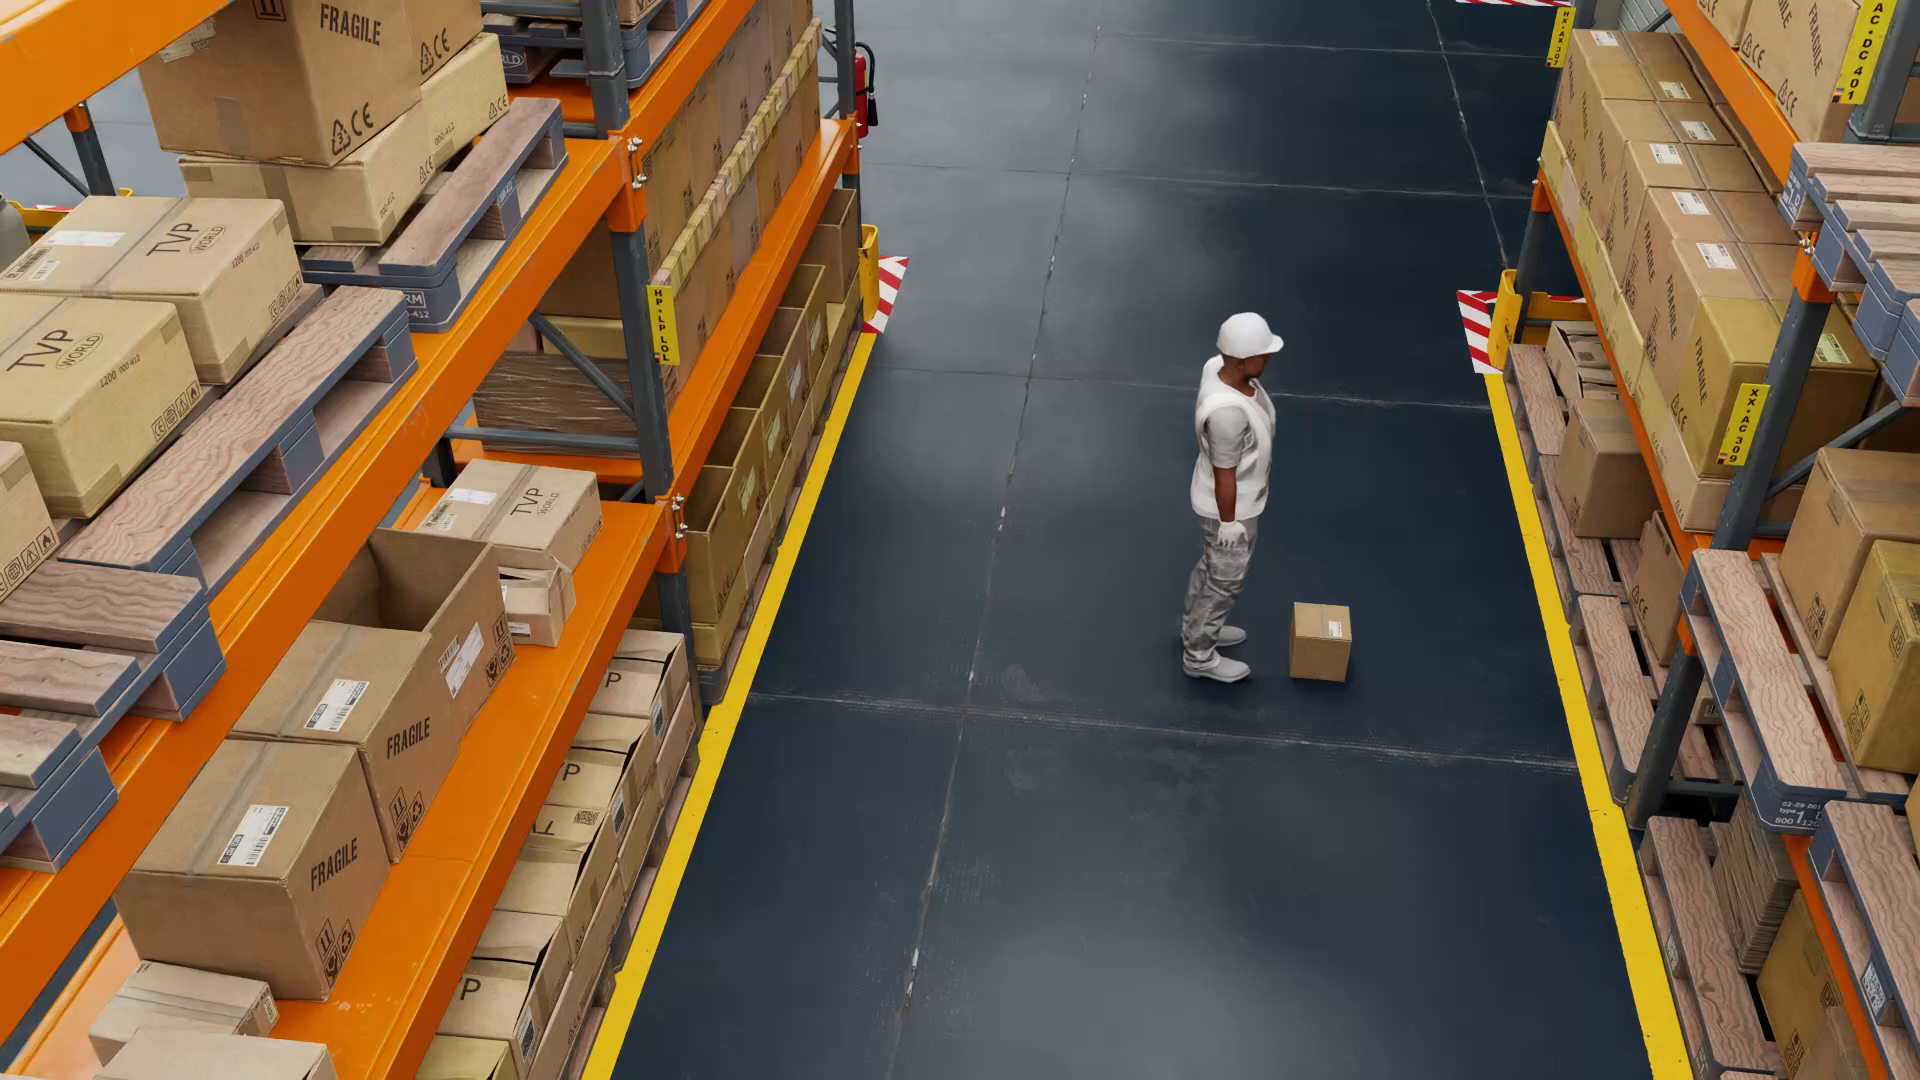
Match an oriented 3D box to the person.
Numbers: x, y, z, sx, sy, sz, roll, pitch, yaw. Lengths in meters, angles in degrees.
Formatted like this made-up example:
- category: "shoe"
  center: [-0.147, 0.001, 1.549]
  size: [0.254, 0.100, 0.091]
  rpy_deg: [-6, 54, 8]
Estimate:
- category: "person"
  center: [1.179, -0.191, 7.292]
  size: [0.361, 1.780, 0.546]
  rpy_deg: [5, 36, 7]
